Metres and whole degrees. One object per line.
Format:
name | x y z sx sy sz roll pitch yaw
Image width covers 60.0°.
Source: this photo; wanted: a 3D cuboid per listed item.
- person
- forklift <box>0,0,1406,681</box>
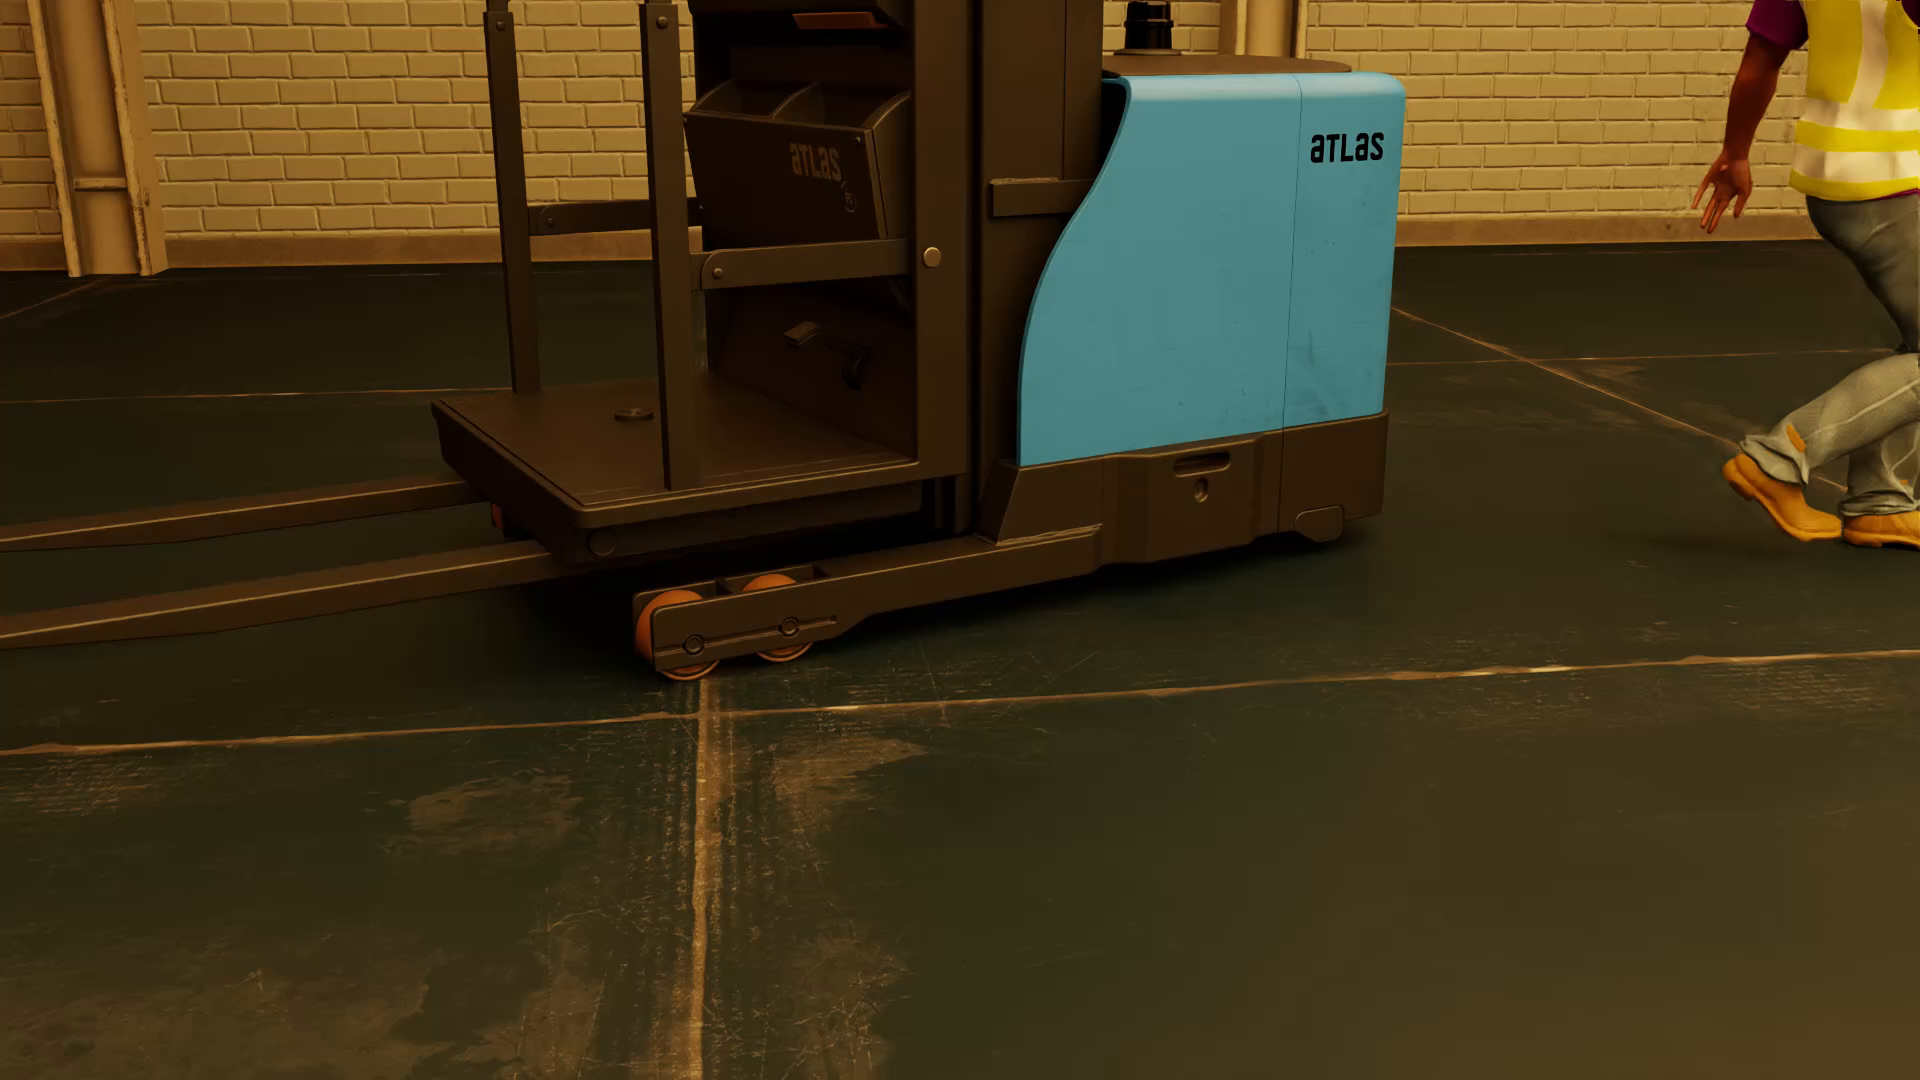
person | 2.077 -0.812 3.715 0.665 1.702 0.713 3 17 9
forklift | -0.526 -1.315 3.251 3.031 2.935 1.130 -10 19 -29
